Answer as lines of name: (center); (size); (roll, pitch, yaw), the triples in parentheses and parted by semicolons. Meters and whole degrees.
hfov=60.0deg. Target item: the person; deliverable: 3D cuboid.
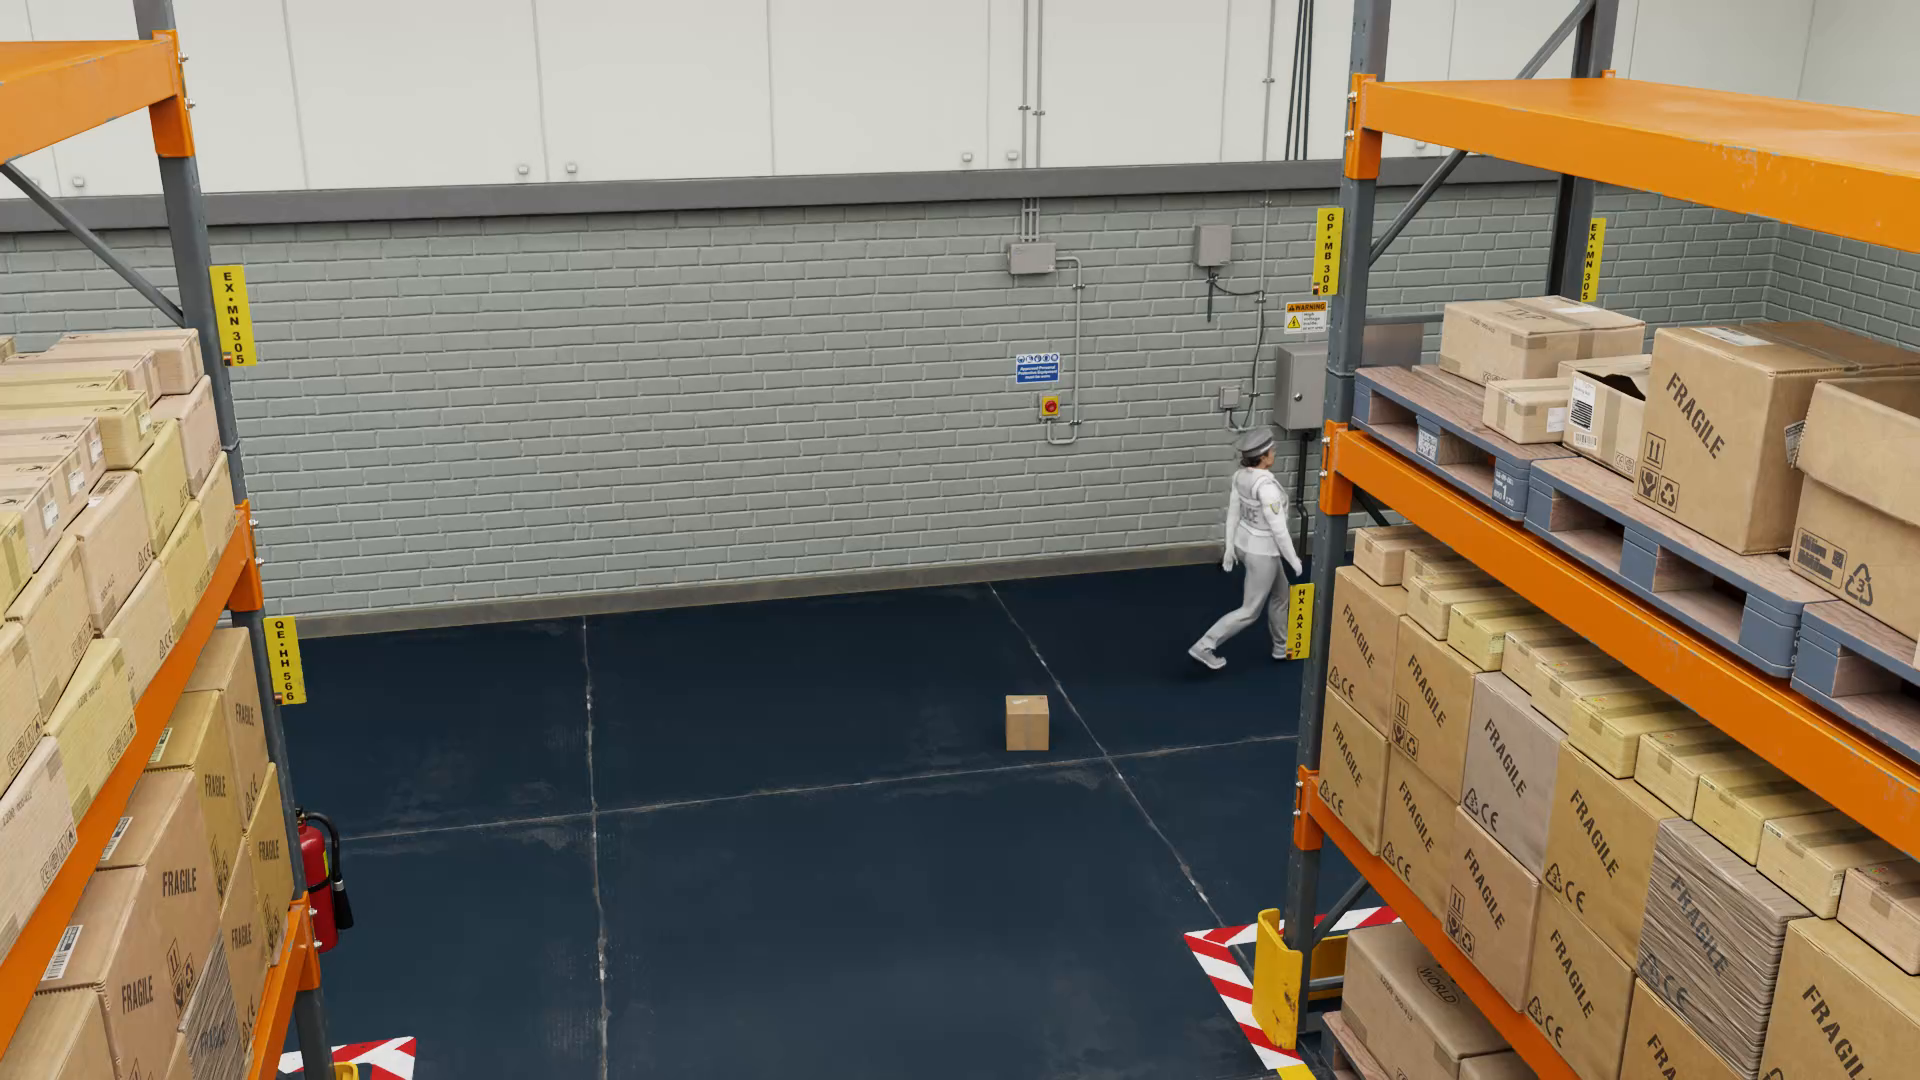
person: (1.939, 0.063, 10.841); (0.960, 1.635, 0.487); (-5, 20, -14)
